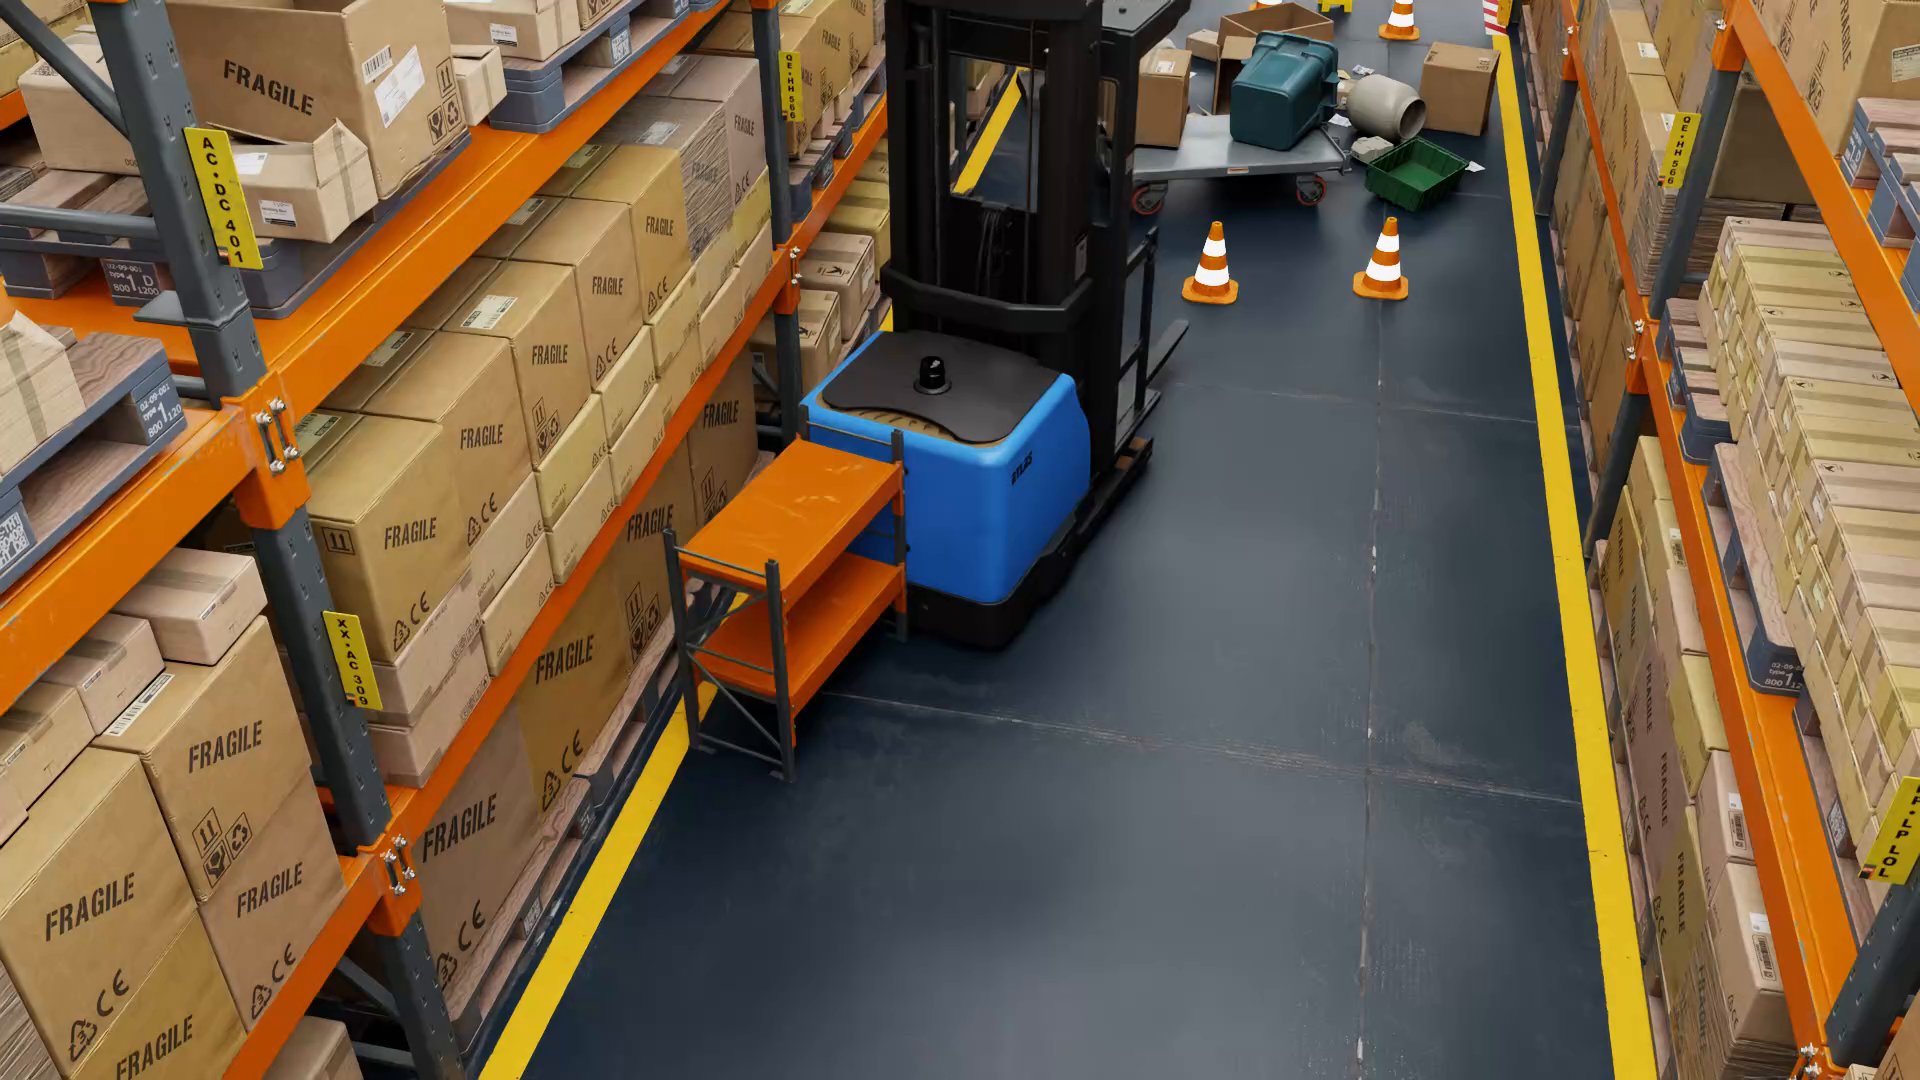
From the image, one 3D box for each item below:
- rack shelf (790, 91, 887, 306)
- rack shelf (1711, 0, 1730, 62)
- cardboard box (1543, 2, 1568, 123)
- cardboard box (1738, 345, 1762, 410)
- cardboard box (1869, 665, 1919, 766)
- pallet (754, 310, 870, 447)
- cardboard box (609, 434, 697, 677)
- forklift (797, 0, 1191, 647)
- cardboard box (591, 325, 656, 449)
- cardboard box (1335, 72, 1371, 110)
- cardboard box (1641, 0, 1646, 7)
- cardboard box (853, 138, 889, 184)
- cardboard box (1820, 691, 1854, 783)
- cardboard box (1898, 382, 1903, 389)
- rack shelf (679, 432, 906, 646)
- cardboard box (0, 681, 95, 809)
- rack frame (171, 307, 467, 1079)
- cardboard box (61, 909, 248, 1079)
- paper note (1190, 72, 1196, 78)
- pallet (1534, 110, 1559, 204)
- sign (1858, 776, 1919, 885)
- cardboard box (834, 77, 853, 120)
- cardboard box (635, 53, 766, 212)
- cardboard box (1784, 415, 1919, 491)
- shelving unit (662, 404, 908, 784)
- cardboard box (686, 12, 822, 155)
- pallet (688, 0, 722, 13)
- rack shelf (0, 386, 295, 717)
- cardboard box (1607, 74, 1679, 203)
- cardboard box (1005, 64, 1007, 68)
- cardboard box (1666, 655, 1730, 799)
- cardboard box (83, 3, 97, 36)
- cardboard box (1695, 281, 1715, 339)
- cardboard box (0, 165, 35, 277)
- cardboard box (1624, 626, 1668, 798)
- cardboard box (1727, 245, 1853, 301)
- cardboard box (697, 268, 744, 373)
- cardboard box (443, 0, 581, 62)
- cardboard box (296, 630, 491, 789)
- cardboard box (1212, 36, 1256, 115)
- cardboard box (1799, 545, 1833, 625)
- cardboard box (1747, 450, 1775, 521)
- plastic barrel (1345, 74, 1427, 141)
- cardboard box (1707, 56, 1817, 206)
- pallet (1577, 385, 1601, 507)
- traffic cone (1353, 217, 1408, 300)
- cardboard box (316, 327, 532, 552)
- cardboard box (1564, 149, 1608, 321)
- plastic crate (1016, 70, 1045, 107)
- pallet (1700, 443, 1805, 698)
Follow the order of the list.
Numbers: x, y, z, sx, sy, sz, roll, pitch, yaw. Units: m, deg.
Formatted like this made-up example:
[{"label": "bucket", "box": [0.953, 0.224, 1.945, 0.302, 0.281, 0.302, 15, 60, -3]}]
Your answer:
[{"label": "rack shelf", "box": [-0.881, -2.510, 9.770, 1.077, 0.370, 4.000, 7, 37, 10]}, {"label": "rack shelf", "box": [3.976, -3.162, 8.114, 1.077, 0.370, 4.000, 7, 37, 10]}, {"label": "cardboard box", "box": [4.795, -3.564, 12.064, 0.875, 0.875, 0.875, 8, 37, 10]}, {"label": "cardboard box", "box": [3.086, -0.575, 6.090, 0.380, 0.149, 0.250, 7, 37, 10]}, {"label": "cardboard box", "box": [2.646, 0.483, 4.377, 0.380, 0.149, 0.250, 6, 36, 9]}, {"label": "pallet", "box": [-1.140, -0.973, 9.413, 1.003, 0.211, 1.213, 7, 37, 10]}, {"label": "cardboard box", "box": [-1.732, -0.068, 7.240, 0.875, 0.875, 0.875, 8, 37, 11]}, {"label": "forklift", "box": [0.365, -1.561, 7.906, 1.130, 2.935, 3.031, 16, 39, 21]}, {"label": "cardboard box", "box": [-1.470, -0.599, 6.222, 0.500, 0.250, 0.500, 6, 36, 9]}, {"label": "cardboard box", "box": [2.971, -3.495, 12.845, 0.396, 0.266, 0.258, 14, 38, 18]}, {"label": "cardboard box", "box": [4.195, -3.250, 9.241, 0.700, 0.500, 0.500, 7, 36, 9]}, {"label": "cardboard box", "box": [-0.714, -2.340, 10.804, 0.950, 0.372, 0.625, 10, 37, 13]}, {"label": "cardboard box", "box": [2.696, 0.589, 4.738, 0.380, 0.149, 0.250, 7, 37, 10]}, {"label": "cardboard box", "box": [3.783, -0.530, 6.282, 0.380, 0.149, 0.250, 8, 37, 11]}, {"label": "rack shelf", "box": [-0.690, -0.027, 6.830, 0.538, 0.278, 1.000, 16, 39, 21]}, {"label": "cardboard box", "box": [-2.143, 0.426, 3.616, 0.380, 0.149, 0.250, 7, 37, 10]}, {"label": "rack frame", "box": [-2.163, 0.639, 4.813, 1.000, 3.000, 0.127, 7, 37, 10]}, {"label": "cardboard box", "box": [-2.117, 1.192, 3.964, 0.500, 0.500, 0.500, 6, 36, 9]}, {"label": "paper note", "box": [1.815, -3.775, 13.442, 0.148, 0.019, 0.142, 20, 41, 26]}, {"label": "pallet", "box": [4.642, -2.682, 11.771, 1.003, 0.211, 1.213, 7, 37, 10]}, {"label": "sign", "box": [2.152, 0.665, 3.790, 0.100, 0.325, 0.005, 7, 37, 10]}, {"label": "cardboard box", "box": [-0.782, -2.350, 8.793, 0.380, 0.149, 0.250, 8, 37, 10]}, {"label": "cardboard box", "box": [-1.163, -1.771, 7.200, 0.500, 0.500, 0.500, 6, 36, 9]}, {"label": "cardboard box", "box": [2.925, -0.264, 5.408, 0.380, 0.149, 0.250, 7, 36, 9]}, {"label": "shelving unit", "box": [-0.690, 0.210, 7.001, 0.538, 1.125, 1.048, 16, 39, 21]}, {"label": "cardboard box", "box": [-0.986, -2.215, 8.053, 0.500, 0.500, 0.500, 6, 36, 9]}, {"label": "pallet", "box": [-1.394, -2.417, 6.634, 1.213, 0.211, 1.003, 9, 37, 12]}, {"label": "rack shelf", "box": [-2.590, 0.862, 2.562, 1.077, 0.370, 4.000, 7, 37, 10]}, {"label": "cardboard box", "box": [3.597, -1.997, 8.364, 0.500, 0.500, 0.500, 7, 36, 9]}, {"label": "cardboard box", "box": [0.149, -3.921, 13.089, 0.500, 0.250, 0.500, 7, 36, 9]}, {"label": "cardboard box", "box": [2.828, 0.683, 5.885, 0.500, 0.250, 0.500, 6, 36, 8]}, {"label": "cardboard box", "box": [-5.497, -3.319, 10.401, 0.500, 0.250, 0.500, 8, 37, 11]}, {"label": "cardboard box", "box": [3.256, -0.929, 6.832, 0.380, 0.149, 0.250, 7, 36, 9]}, {"label": "cardboard box", "box": [-6.012, -1.839, 9.897, 0.875, 0.625, 0.625, 8, 37, 11]}, {"label": "cardboard box", "box": [2.940, 0.707, 6.491, 0.500, 0.500, 0.500, 6, 36, 9]}, {"label": "cardboard box", "box": [3.206, -1.006, 6.432, 0.380, 0.149, 0.250, 6, 36, 9]}, {"label": "cardboard box", "box": [-1.257, -0.977, 7.169, 0.500, 0.250, 0.500, 8, 37, 11]}, {"label": "cardboard box", "box": [-1.431, -1.695, 5.234, 0.396, 0.266, 0.258, 10, 37, 14]}, {"label": "cardboard box", "box": [-1.811, 0.480, 5.159, 0.500, 0.250, 0.500, 6, 36, 9]}, {"label": "cardboard box", "box": [2.307, -3.424, 12.429, 0.797, 0.637, 0.503, 7, 37, 10]}, {"label": "cardboard box", "box": [2.808, 0.160, 5.076, 0.380, 0.149, 0.250, 6, 36, 8]}, {"label": "cardboard box", "box": [2.975, -0.169, 5.783, 0.380, 0.149, 0.250, 8, 37, 11]}, {"label": "plastic barrel", "box": [3.147, -3.185, 12.284, 0.421, 0.421, 0.512, -24, 42, -30]}, {"label": "cardboard box", "box": [3.655, -1.794, 7.231, 0.700, 0.500, 0.500, 7, 37, 10]}, {"label": "pallet", "box": [3.791, -0.406, 8.630, 1.003, 0.211, 1.213, 7, 37, 10]}, {"label": "traffic cone", "box": [2.642, -1.779, 10.310, 0.336, 0.463, 0.334, 7, 37, 10]}, {"label": "cardboard box", "box": [-1.706, -0.318, 5.196, 0.500, 0.500, 0.500, 7, 37, 10]}, {"label": "cardboard box", "box": [4.149, -1.725, 9.633, 1.050, 0.750, 0.750, 7, 37, 10]}, {"label": "plastic crate", "box": [0.682, -3.563, 13.098, 0.402, 0.080, 0.583, -5, 36, -6]}, {"label": "pallet", "box": [3.166, 0.126, 5.684, 1.003, 0.211, 1.213, 7, 37, 10]}]
